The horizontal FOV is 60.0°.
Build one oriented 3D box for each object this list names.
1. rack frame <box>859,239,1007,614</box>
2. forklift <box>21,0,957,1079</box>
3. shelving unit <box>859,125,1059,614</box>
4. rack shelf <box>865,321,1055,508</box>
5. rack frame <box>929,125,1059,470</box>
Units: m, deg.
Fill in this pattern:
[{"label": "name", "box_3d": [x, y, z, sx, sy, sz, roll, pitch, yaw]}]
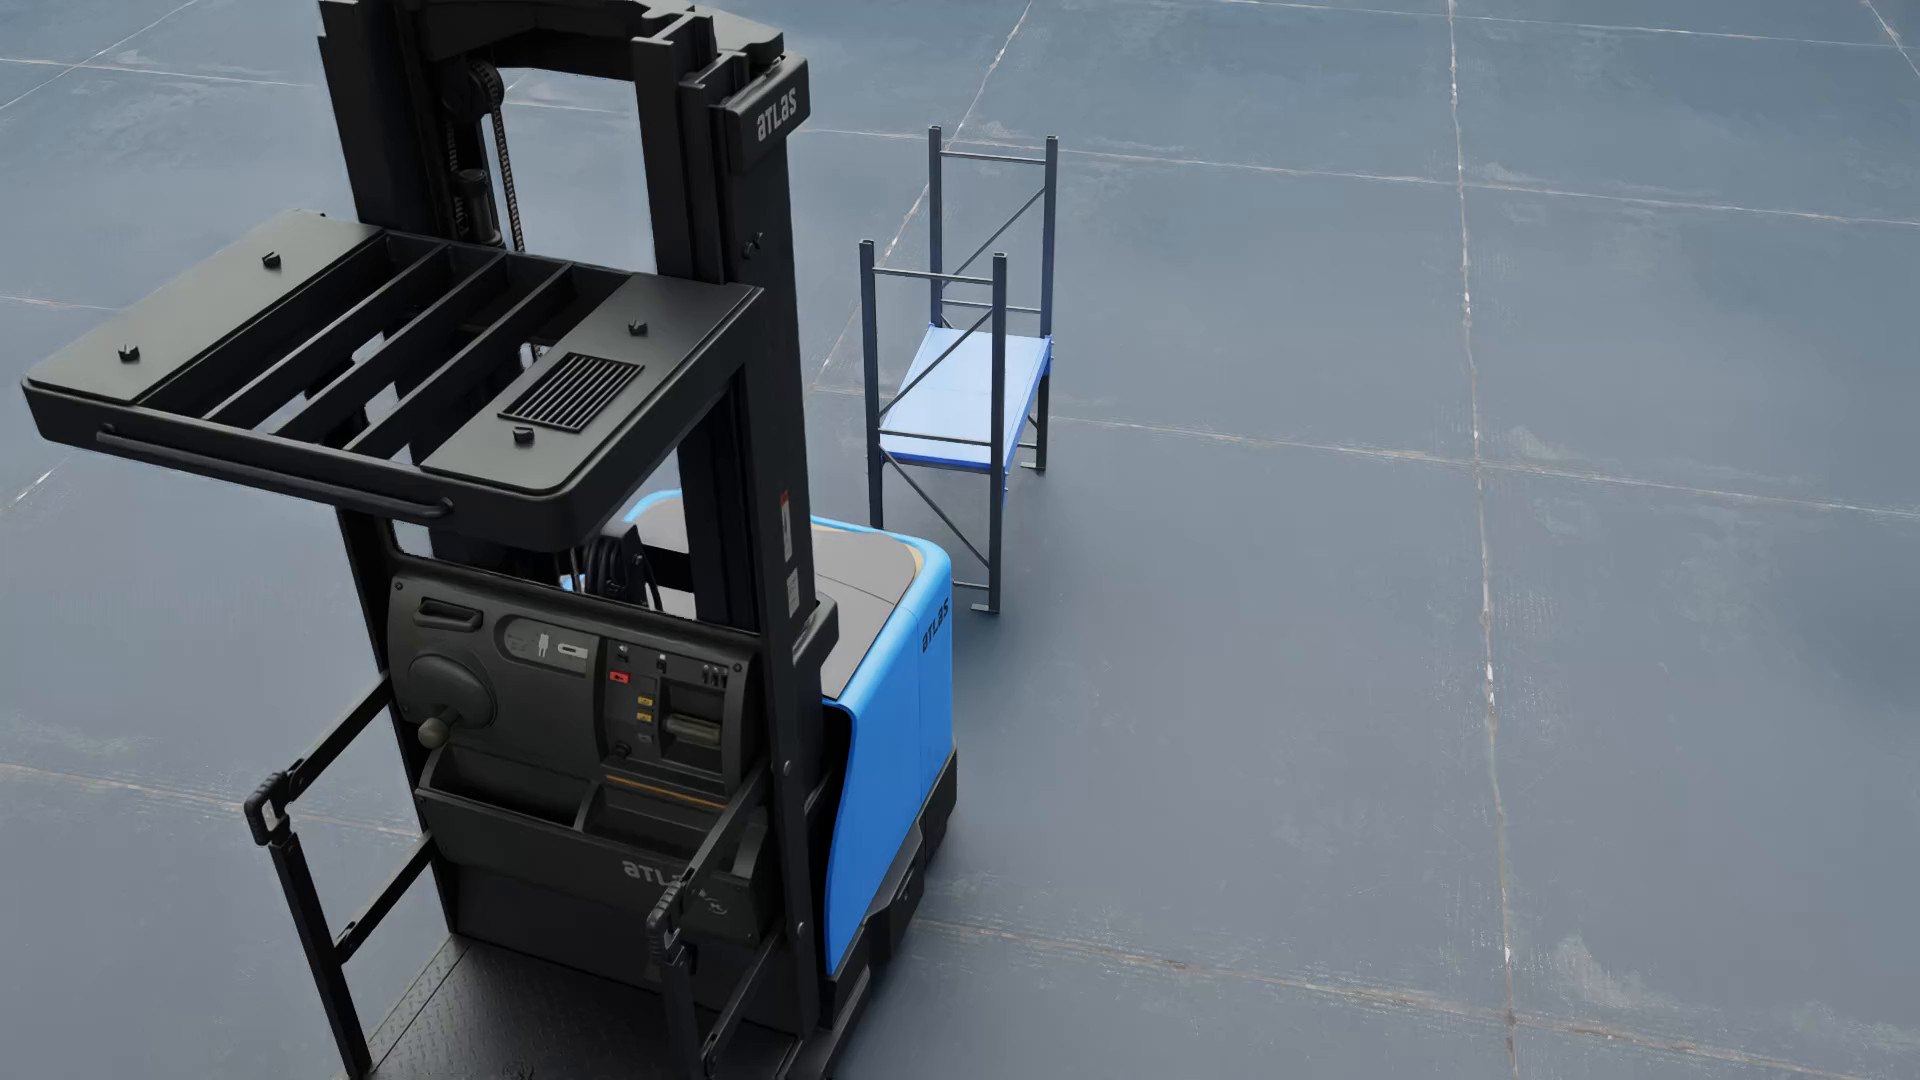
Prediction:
[{"label": "rack frame", "box_3d": [-0.090, -0.365, 5.975, 0.500, 1.500, 0.032, 7, 37, 10]}, {"label": "forklift", "box_3d": [-0.985, 0.412, 3.684, 1.130, 2.935, 3.031, 12, 38, 16]}, {"label": "shelving unit", "box_3d": [0.018, -0.656, 6.377, 0.538, 1.500, 1.048, 7, 37, 10]}, {"label": "rack shelf", "box_3d": [0.018, -0.511, 6.483, 0.538, 0.185, 1.000, 7, 37, 10]}, {"label": "rack frame", "box_3d": [0.127, -0.948, 6.779, 0.500, 1.500, 0.032, 7, 37, 10]}]
